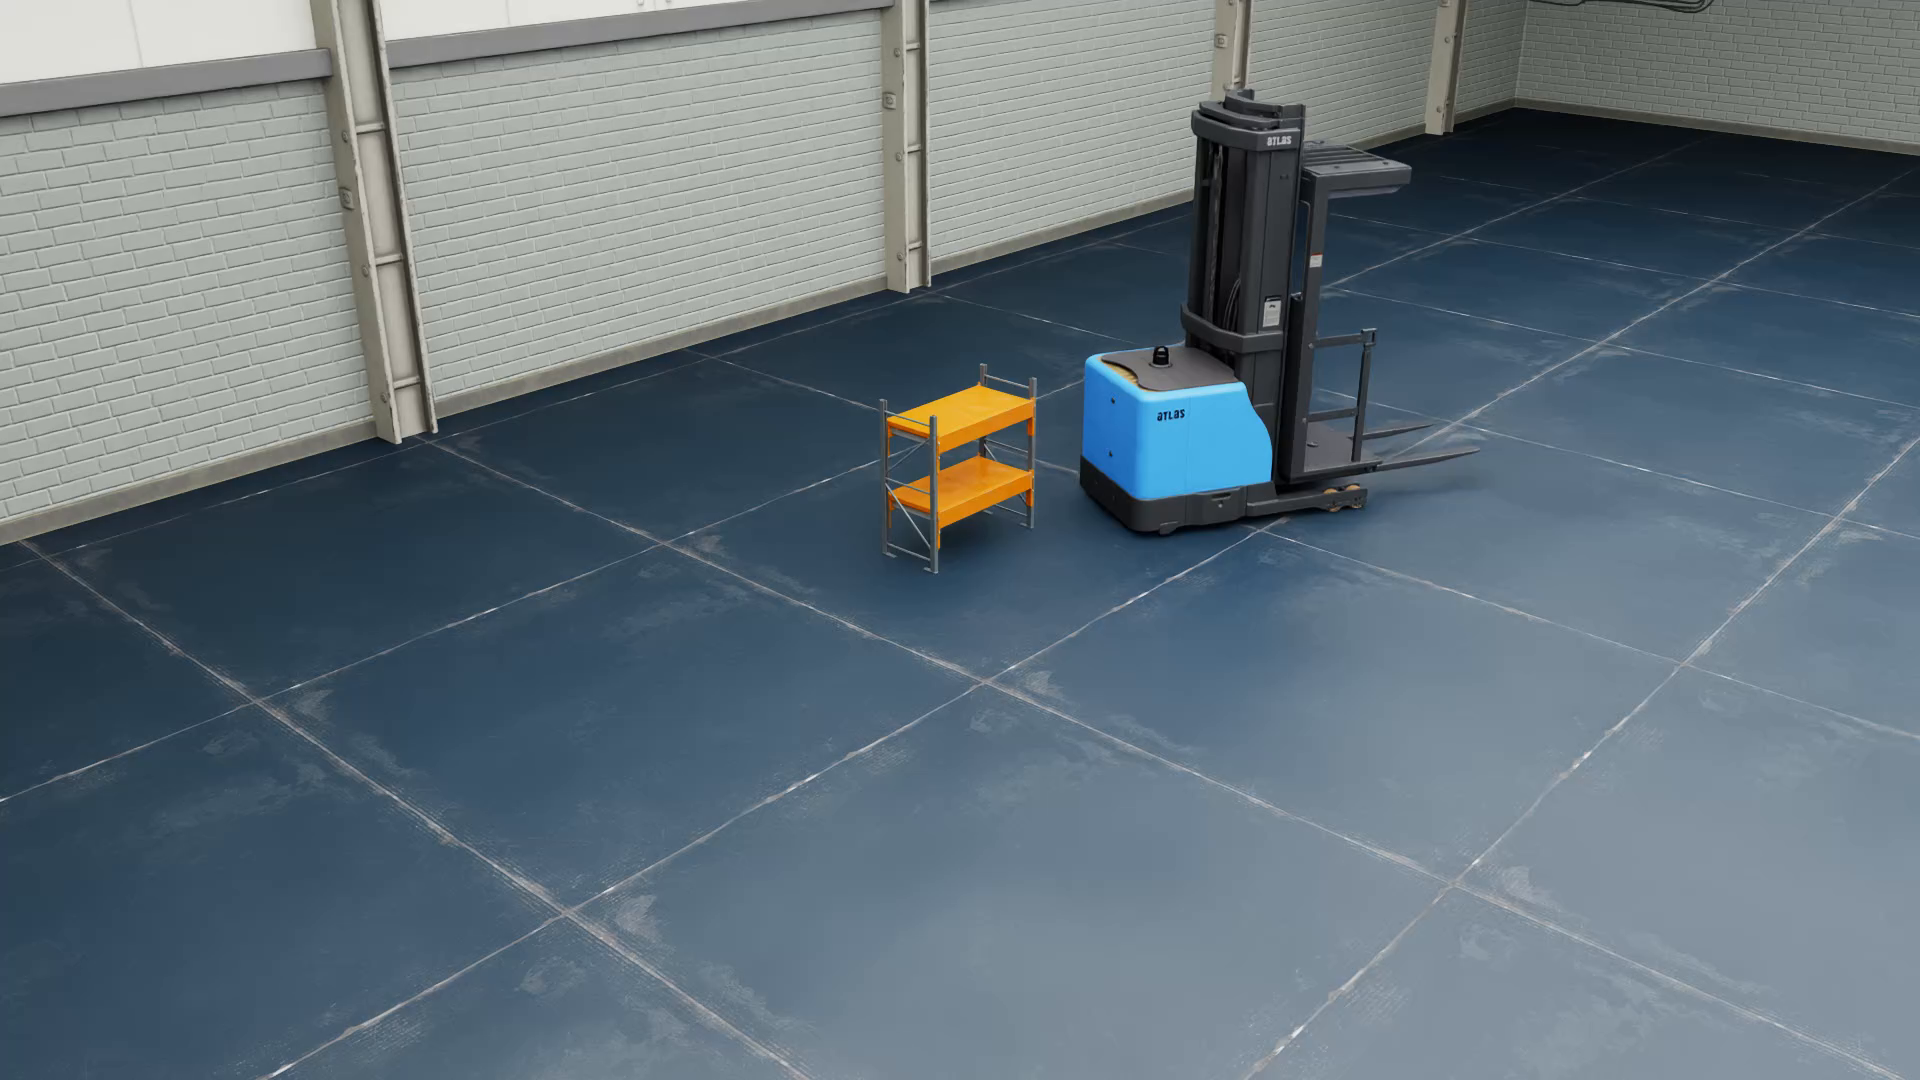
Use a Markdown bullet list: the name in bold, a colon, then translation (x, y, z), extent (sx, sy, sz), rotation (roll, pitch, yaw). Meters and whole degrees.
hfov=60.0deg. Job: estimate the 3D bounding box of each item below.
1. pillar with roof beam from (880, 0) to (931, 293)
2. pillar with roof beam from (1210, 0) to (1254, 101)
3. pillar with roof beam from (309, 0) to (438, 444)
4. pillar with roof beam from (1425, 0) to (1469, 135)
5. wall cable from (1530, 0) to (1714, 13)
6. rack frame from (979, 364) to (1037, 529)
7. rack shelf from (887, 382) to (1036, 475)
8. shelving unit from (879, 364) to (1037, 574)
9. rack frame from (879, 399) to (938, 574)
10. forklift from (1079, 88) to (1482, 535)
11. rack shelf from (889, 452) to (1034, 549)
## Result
- **pillar with roof beam**: translation (2.654, -5.637, 13.324), extent (9.100, 9.000, 0.400), rotation (20, 31, 38)
- **pillar with roof beam**: translation (6.658, -7.465, 17.401), extent (9.100, 9.000, 0.400), rotation (20, 31, 38)
- **pillar with roof beam**: translation (-1.351, -3.809, 9.247), extent (9.100, 9.000, 0.400), rotation (20, 31, 38)
- **pillar with roof beam**: translation (10.663, -9.293, 21.478), extent (9.100, 9.000, 0.400), rotation (20, 31, 38)
- **wall cable**: translation (10.408, -9.589, 25.932), extent (3.097, 2.526, 0.112), rotation (20, 31, 38)
- **rack frame**: translation (0.335, -0.666, 11.861), extent (0.500, 1.125, 0.032), rotation (20, 31, 38)
- **rack shelf**: translation (-0.005, -0.778, 11.396), extent (0.538, 0.278, 1.000), rotation (20, 31, 38)
- **shelving unit**: translation (-0.005, -0.511, 11.515), extent (0.538, 1.125, 1.048), rotation (20, 31, 38)
- **rack frame**: translation (-0.344, -0.356, 11.170), extent (0.500, 1.125, 0.032), rotation (20, 31, 38)
- **forklift**: translation (2.470, -1.736, 12.040), extent (3.031, 2.935, 1.130), rotation (-9, 26, -19)
- **rack shelf**: translation (-0.005, -0.288, 11.615), extent (0.538, 0.278, 1.000), rotation (20, 31, 38)
